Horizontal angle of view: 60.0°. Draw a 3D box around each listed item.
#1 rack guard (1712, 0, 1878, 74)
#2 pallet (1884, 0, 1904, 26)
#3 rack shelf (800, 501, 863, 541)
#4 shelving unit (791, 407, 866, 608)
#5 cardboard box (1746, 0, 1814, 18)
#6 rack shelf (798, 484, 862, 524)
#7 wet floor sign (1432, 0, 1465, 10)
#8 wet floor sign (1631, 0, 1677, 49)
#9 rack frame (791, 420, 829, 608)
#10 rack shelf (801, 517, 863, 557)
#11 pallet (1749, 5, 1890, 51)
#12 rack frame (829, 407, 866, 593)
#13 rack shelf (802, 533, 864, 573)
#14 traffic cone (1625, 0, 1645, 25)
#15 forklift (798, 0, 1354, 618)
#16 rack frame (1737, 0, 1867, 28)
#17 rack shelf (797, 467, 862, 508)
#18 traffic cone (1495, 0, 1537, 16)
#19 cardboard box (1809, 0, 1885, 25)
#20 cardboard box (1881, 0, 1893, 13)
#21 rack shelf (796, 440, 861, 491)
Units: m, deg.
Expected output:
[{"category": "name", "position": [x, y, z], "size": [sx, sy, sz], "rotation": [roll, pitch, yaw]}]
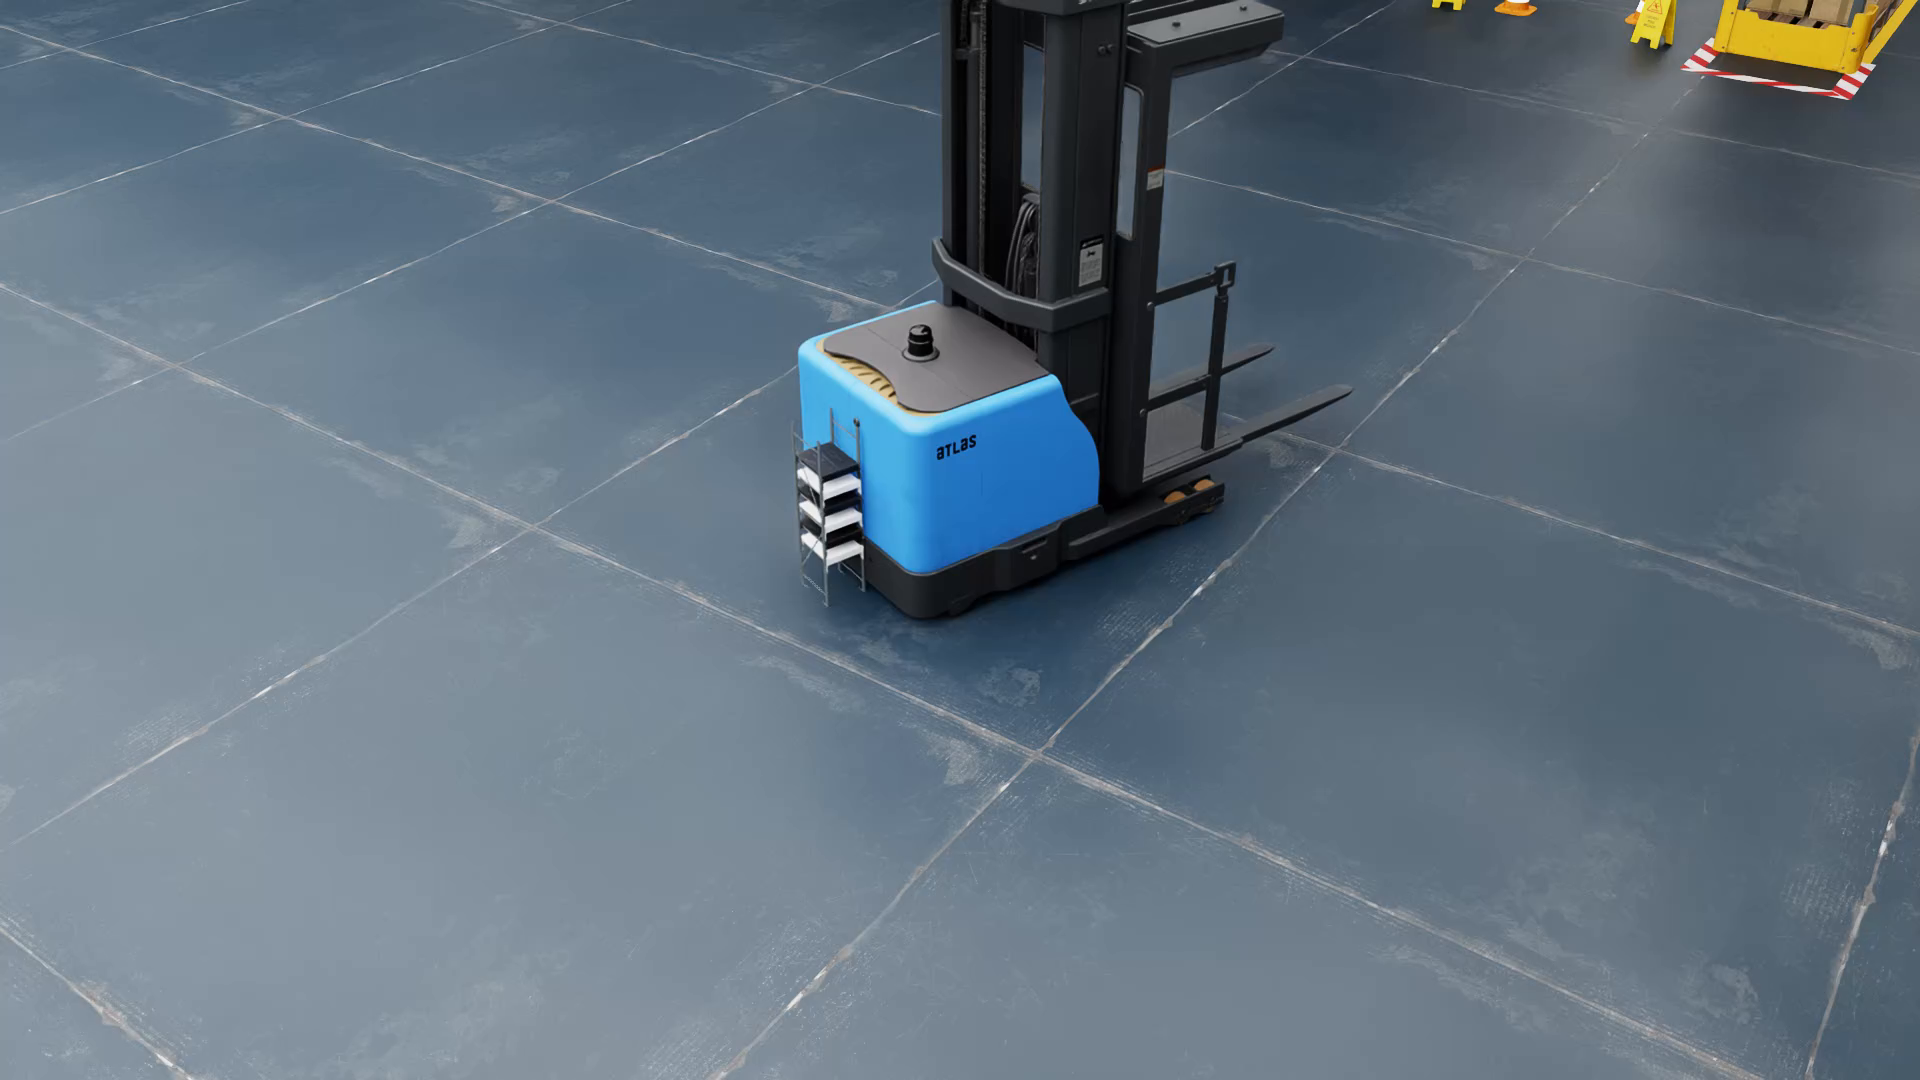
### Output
[{"category": "rack guard", "position": [7.179, -4.408, 14.322], "size": [1.175, 0.500, 0.348], "rotation": [21, 39, 28]}, {"category": "pallet", "position": [8.367, -5.210, 15.766], "size": [1.003, 0.211, 1.213], "rotation": [21, 39, 28]}, {"category": "rack shelf", "position": [-0.602, -0.115, 7.676], "size": [0.200, 0.077, 0.258], "rotation": [-22, 40, -29]}, {"category": "shelving unit", "position": [-0.602, -0.143, 7.658], "size": [0.210, 0.900, 0.258], "rotation": [-22, 40, -29]}, {"category": "cardboard box", "position": [7.389, -4.912, 14.916], "size": [0.500, 0.250, 0.500], "rotation": [21, 39, 28]}, {"category": "rack shelf", "position": [-0.602, -0.190, 7.626], "size": [0.200, 0.077, 0.258], "rotation": [-22, 40, -29]}, {"category": "wet floor sign", "position": [4.622, -5.322, 15.544], "size": [0.267, 0.644, 0.232], "rotation": [14, 37, 20]}, {"category": "wet floor sign", "position": [6.148, -4.688, 14.606], "size": [0.232, 0.644, 0.267], "rotation": [-22, 40, -29]}, {"category": "rack frame", "position": [-0.685, -0.109, 7.608], "size": [0.006, 0.900, 0.240], "rotation": [-22, 40, -29]}, {"category": "rack shelf", "position": [-0.602, -0.041, 7.727], "size": [0.200, 0.077, 0.258], "rotation": [-22, 40, -29]}, {"category": "pallet", "position": [7.671, -4.651, 14.939], "size": [1.003, 0.211, 1.213], "rotation": [21, 39, 28]}, {"category": "rack frame", "position": [-0.520, -0.176, 7.707], "size": [0.006, 0.900, 0.240], "rotation": [-22, 40, -29]}, {"category": "rack shelf", "position": [-0.602, 0.034, 7.777], "size": [0.200, 0.077, 0.258], "rotation": [-22, 40, -29]}, {"category": "traffic cone", "position": [6.321, -4.968, 15.183], "size": [0.336, 0.463, 0.334], "rotation": [21, 39, 28]}, {"category": "forklift", "position": [0.727, -1.508, 7.864], "size": [3.031, 2.935, 1.130], "rotation": [-22, 40, -29]}, {"category": "rack frame", "position": [7.136, -5.408, 13.570], "size": [1.000, 3.000, 0.127], "rotation": [21, 39, 28]}, {"category": "rack shelf", "position": [-0.602, -0.264, 7.576], "size": [0.200, 0.077, 0.258], "rotation": [-22, 40, -29]}, {"category": "traffic cone", "position": [5.215, -5.166, 15.476], "size": [0.336, 0.463, 0.334], "rotation": [21, 39, 28]}, {"category": "cardboard box", "position": [7.823, -4.726, 14.641], "size": [0.500, 0.250, 0.500], "rotation": [21, 39, 28]}, {"category": "cardboard box", "position": [8.120, -4.959, 14.985], "size": [0.500, 0.250, 0.500], "rotation": [23, 40, 30]}, {"category": "rack shelf", "position": [-0.602, -0.339, 7.525], "size": [0.200, 0.077, 0.258], "rotation": [-22, 40, -29]}]
